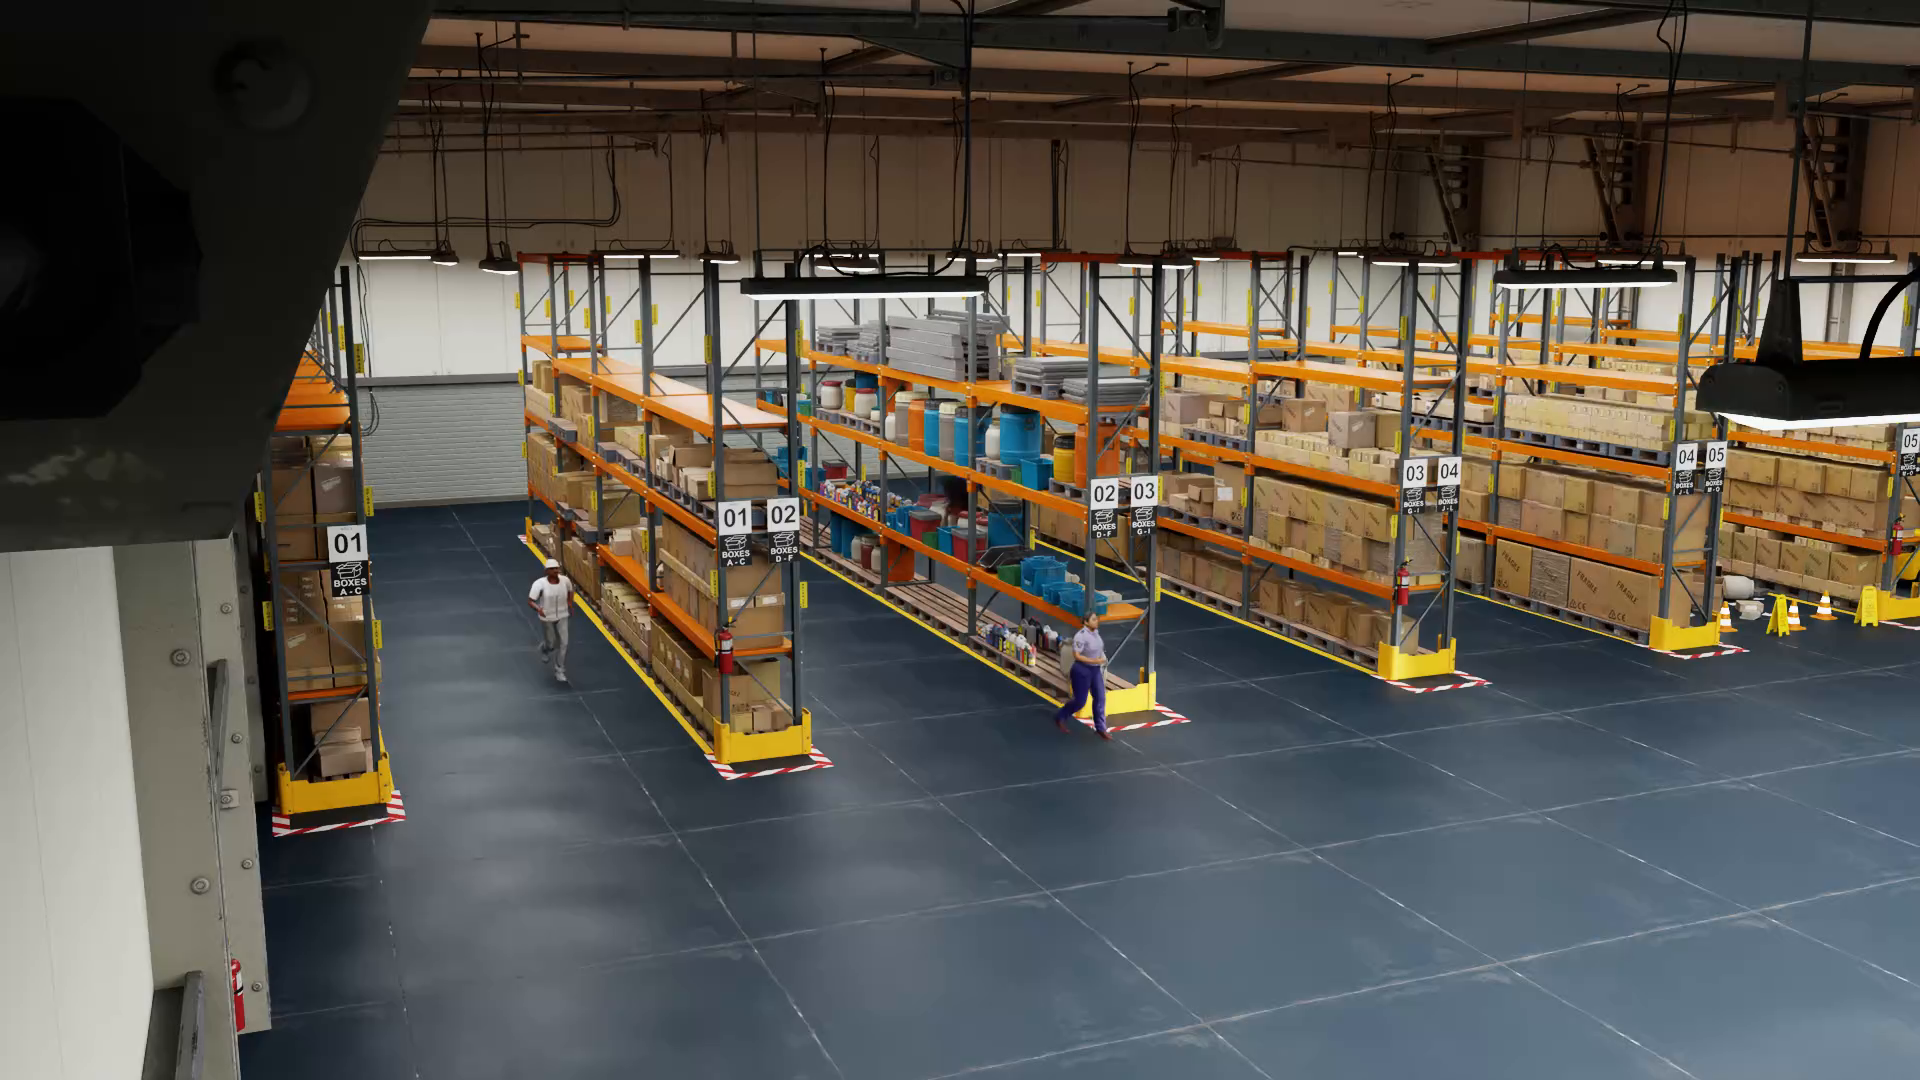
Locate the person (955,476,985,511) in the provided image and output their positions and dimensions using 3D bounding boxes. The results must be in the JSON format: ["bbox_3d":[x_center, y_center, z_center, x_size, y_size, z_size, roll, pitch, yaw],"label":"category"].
[{"bbox_3d":[0.218,-0.811,34.953,0.564,1.575,0.855,-4,11,-22],"label":"person"}]

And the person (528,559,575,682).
[{"bbox_3d":[-5.901,1.131,24.133,0.708,1.765,0.824,-6,12,-30],"label":"person"}]

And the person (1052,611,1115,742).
[{"bbox_3d":[1.593,1.722,21.145,0.828,1.657,0.626,7,13,35],"label":"person"}]
